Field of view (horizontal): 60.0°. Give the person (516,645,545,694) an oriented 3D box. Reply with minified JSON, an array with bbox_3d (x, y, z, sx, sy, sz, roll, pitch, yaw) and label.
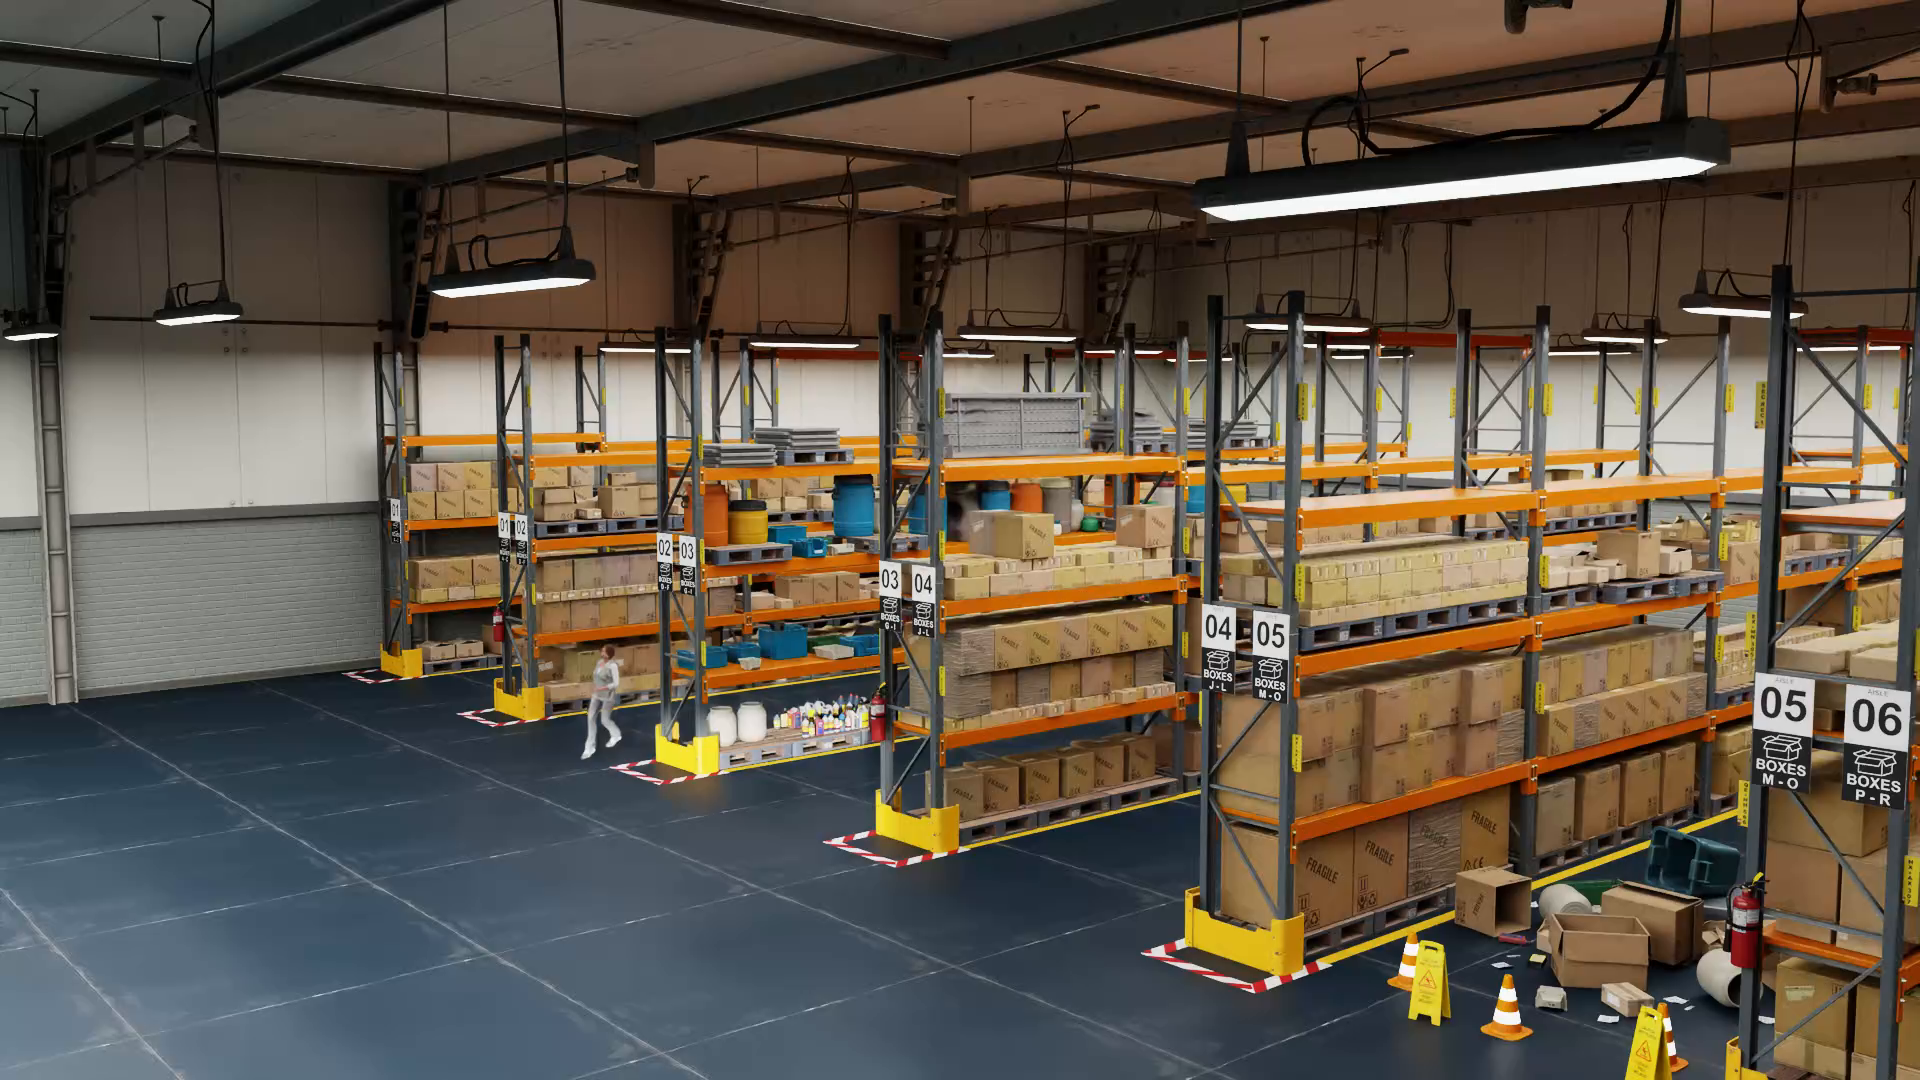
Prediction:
[{"bbox_3d":[-7.127,1.740,28.136,0.611,1.701,0.864,5,7,43],"label":"person"}]

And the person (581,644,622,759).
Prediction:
[{"bbox_3d":[-4.974,2.256,23.464,0.549,1.587,0.757,3,6,29],"label":"person"}]

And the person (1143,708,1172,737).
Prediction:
[{"bbox_3d":[2.888,2.101,23.901,0.968,1.747,0.710,-5,7,-42],"label":"person"}]
